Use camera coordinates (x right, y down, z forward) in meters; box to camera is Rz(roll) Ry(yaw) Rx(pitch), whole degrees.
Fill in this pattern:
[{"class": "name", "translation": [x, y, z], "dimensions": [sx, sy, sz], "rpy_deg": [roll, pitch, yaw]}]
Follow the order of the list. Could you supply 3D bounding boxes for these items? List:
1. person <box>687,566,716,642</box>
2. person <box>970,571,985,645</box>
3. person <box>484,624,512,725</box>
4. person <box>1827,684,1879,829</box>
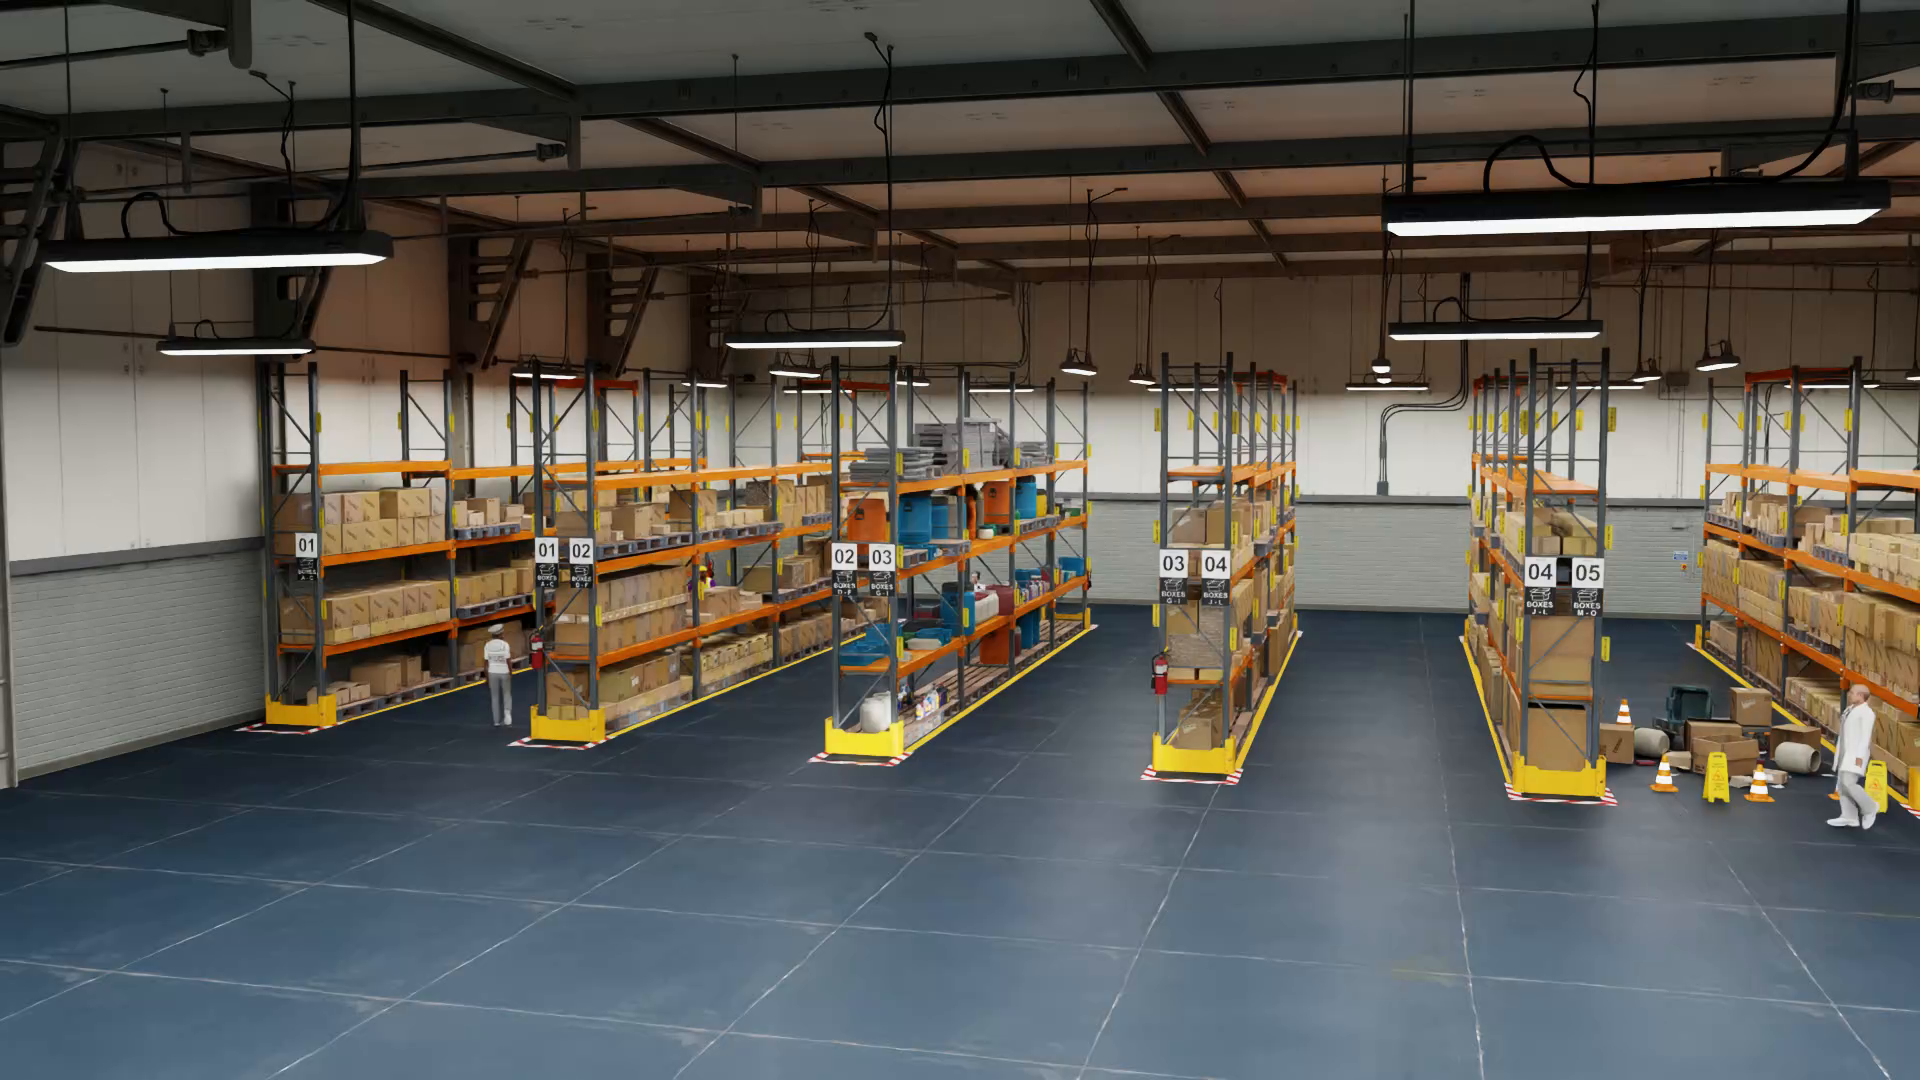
[{"class": "person", "translation": [-5.919, 1.466, 38.176], "dimensions": [0.770, 1.741, 1.003], "rpy_deg": [1, 4, 13]}, {"class": "person", "translation": [0.371, 1.521, 37.578], "dimensions": [0.523, 1.651, 0.749], "rpy_deg": [3, 5, 33]}, {"class": "person", "translation": [-7.586, 2.222, 27.331], "dimensions": [0.427, 1.683, 0.552], "rpy_deg": [-2, 4, -23]}, {"class": "person", "translation": [11.021, 2.658, 20.488], "dimensions": [0.545, 1.774, 0.581], "rpy_deg": [-1, 4, -8]}]
